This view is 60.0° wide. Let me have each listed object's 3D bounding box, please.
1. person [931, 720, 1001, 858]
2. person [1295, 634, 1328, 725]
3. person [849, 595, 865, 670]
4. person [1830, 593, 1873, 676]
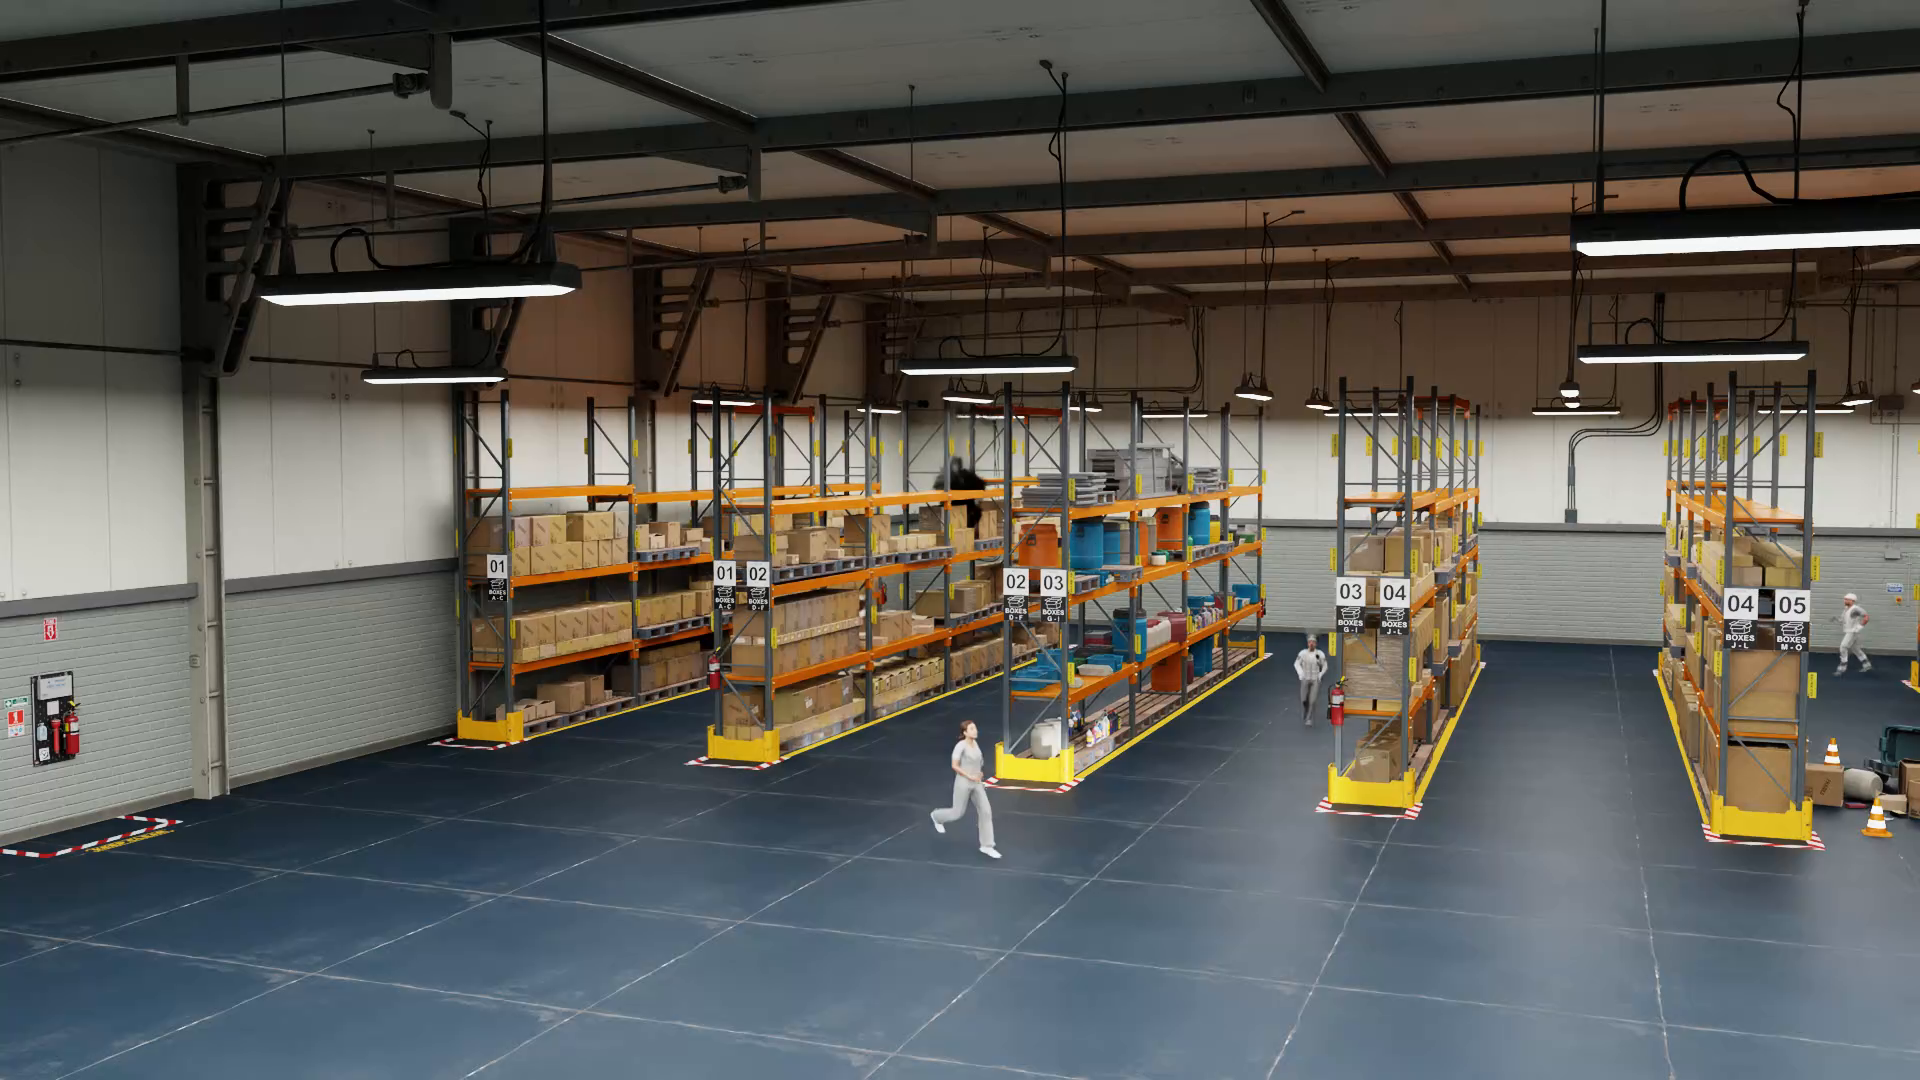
[{"bbox_3d":[0.069,3.057,20.621,1.094,1.662,0.538,3,4,45],"label":"person"},{"bbox_3d":[6.337,2.520,30.034,0.595,1.652,0.539,1,3,14],"label":"person"},{"bbox_3d":[-2.199,2.096,36.395,0.686,1.806,0.834,1,3,18],"label":"person"},{"bbox_3d":[19.653,2.083,36.615,0.880,1.824,0.598,1,3,13],"label":"person"}]
